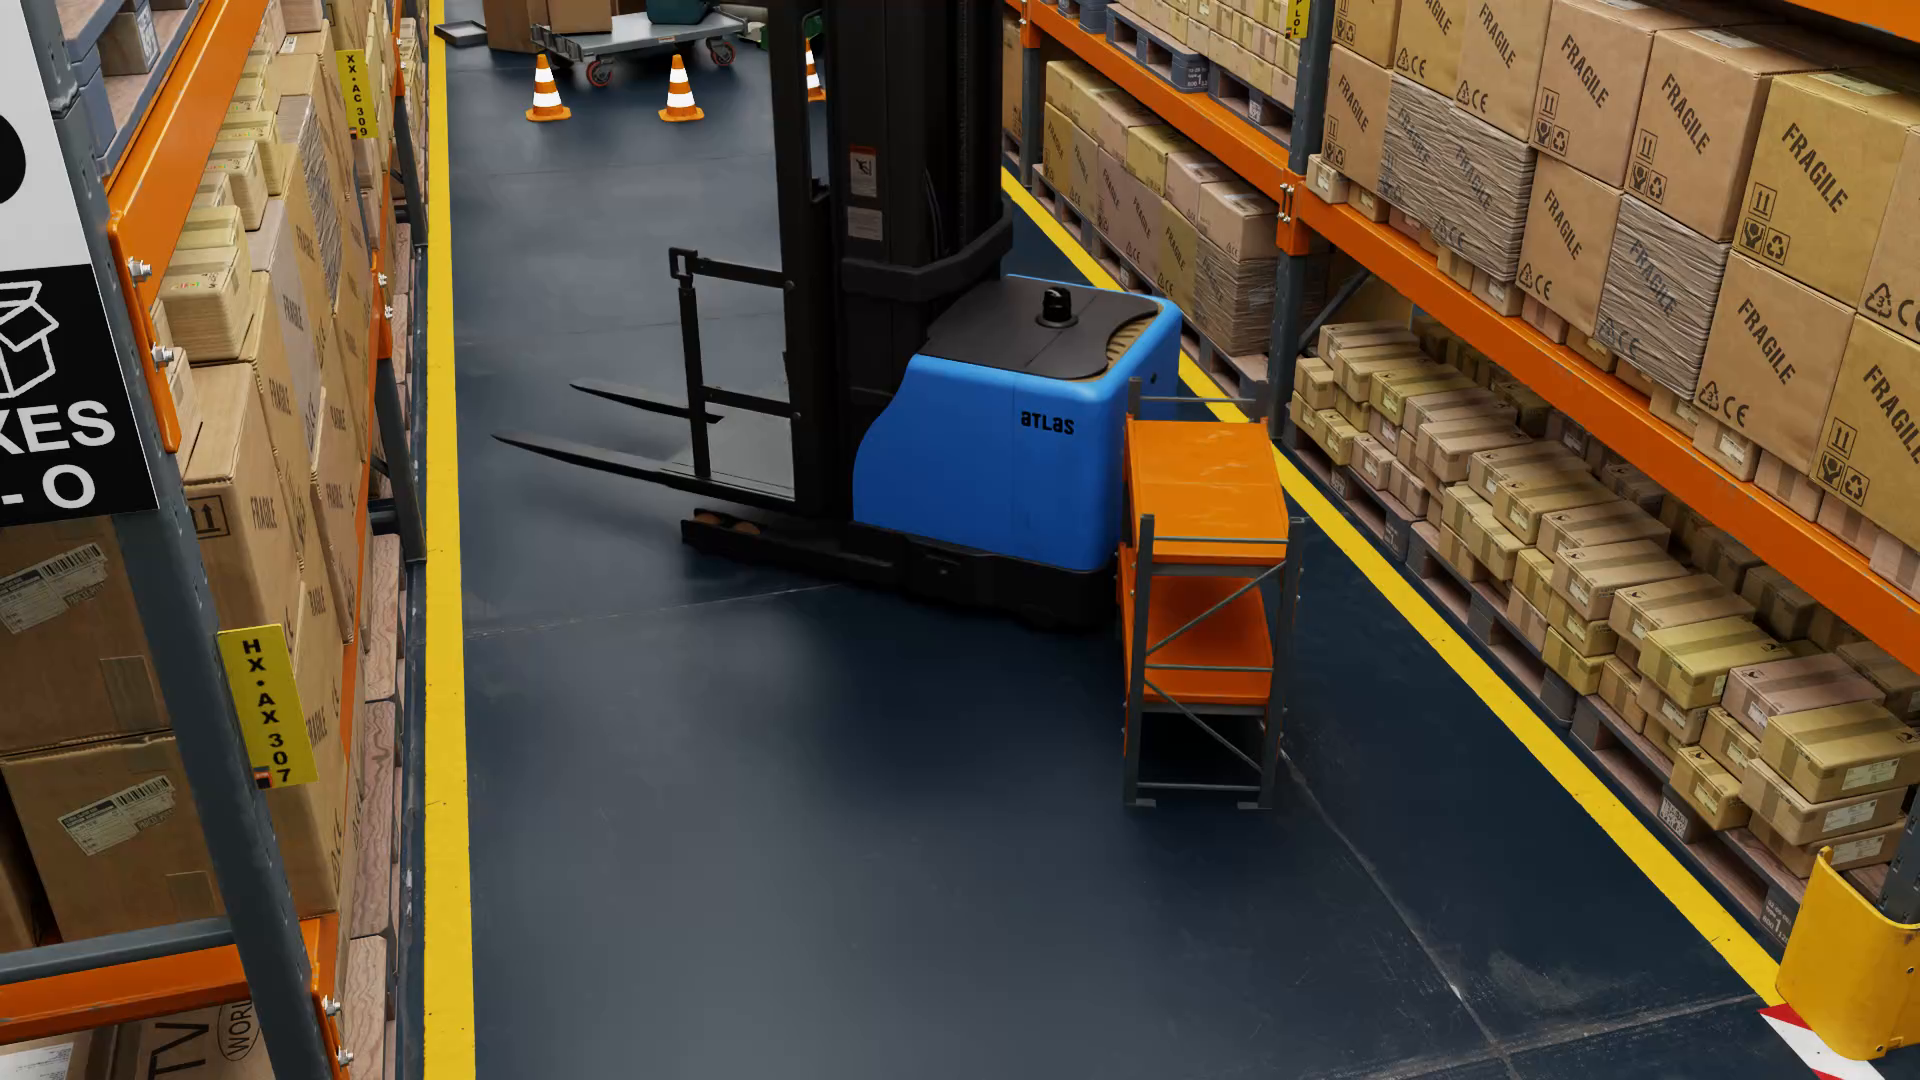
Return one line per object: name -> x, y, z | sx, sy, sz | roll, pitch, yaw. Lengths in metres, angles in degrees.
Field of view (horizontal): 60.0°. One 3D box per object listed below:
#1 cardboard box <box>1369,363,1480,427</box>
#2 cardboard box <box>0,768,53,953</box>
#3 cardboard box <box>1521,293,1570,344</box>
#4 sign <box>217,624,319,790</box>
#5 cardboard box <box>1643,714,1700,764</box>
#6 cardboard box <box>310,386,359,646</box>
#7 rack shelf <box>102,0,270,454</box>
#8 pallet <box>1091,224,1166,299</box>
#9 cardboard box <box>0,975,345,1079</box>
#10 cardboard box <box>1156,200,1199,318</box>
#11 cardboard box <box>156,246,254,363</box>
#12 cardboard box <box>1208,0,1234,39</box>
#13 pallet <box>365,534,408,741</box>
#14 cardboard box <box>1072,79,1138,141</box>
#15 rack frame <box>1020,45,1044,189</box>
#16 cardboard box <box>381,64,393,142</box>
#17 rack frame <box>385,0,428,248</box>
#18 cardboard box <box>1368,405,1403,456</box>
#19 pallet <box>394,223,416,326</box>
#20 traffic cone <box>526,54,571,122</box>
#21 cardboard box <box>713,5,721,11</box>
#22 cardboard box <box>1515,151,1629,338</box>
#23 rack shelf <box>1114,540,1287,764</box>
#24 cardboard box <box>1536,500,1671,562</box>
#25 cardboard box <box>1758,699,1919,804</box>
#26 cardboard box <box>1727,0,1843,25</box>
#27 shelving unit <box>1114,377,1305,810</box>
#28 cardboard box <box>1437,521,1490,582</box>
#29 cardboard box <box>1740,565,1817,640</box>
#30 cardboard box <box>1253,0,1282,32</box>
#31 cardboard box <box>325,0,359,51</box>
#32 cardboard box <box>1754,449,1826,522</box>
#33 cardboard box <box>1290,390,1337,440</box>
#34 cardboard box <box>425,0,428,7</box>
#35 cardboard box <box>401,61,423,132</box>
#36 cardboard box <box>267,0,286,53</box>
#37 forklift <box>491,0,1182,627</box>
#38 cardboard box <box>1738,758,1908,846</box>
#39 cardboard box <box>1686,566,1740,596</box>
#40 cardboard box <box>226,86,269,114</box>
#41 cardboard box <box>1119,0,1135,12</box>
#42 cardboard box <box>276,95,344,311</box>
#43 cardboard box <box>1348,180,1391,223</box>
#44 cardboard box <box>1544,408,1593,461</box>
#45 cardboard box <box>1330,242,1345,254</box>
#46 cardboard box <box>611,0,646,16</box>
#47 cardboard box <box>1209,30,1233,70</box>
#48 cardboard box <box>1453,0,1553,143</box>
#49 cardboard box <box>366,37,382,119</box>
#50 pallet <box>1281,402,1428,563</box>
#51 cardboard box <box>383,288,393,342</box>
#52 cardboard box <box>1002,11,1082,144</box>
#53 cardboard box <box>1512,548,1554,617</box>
cardboard box -> 1.999, -0.628, 7.173 | 0.380, 0.149, 0.250 | -8, 31, -14
cardboard box -> -2.090, 0.525, 3.249 | 0.500, 0.500, 0.500 | -8, 31, -13
cardboard box -> 2.249, -0.831, 5.942 | 0.380, 0.149, 0.250 | -7, 31, -11
sign -> -1.170, 0.286, 2.818 | 0.100, 0.325, 0.005 | -8, 31, -13
cardboard box -> 2.545, 0.635, 5.585 | 0.380, 0.149, 0.250 | -8, 31, -14
cardboard box -> -1.836, -0.036, 4.218 | 0.500, 0.500, 0.500 | -8, 31, -14
rack shelf -> -2.238, -1.187, 4.030 | 1.077, 0.370, 4.000 | -8, 31, -13
pallet -> 1.442, -1.632, 9.859 | 1.003, 0.211, 1.213 | -8, 31, -13
cardboard box -> -1.979, 1.388, 3.996 | 0.875, 0.438, 0.875 | -9, 31, -15
cardboard box -> 1.402, -1.544, 9.000 | 0.500, 0.500, 0.500 | -9, 31, -14
cardboard box -> -1.631, -0.457, 3.299 | 0.380, 0.149, 0.250 | -7, 31, -12
cardboard box -> 1.470, -2.619, 8.315 | 0.380, 0.149, 0.250 | -9, 31, -15
pallet -> -2.642, 0.419, 6.316 | 1.003, 0.211, 1.213 | -8, 31, -13
cardboard box -> 1.000, -2.619, 10.108 | 0.500, 0.250, 0.500 | -8, 31, -14
rack frame -> 0.915, -3.805, 10.829 | 1.000, 3.000, 0.127 | -8, 31, -13
cardboard box -> -3.014, -2.091, 8.017 | 0.500, 0.250, 0.500 | -8, 31, -14
rack frame -> -3.830, -3.098, 9.607 | 1.000, 3.000, 0.127 | -8, 31, -13
cardboard box -> 2.018, -0.509, 7.264 | 0.380, 0.149, 0.250 | -8, 31, -14
pallet -> -3.694, -1.500, 9.631 | 1.003, 0.211, 1.213 | -8, 31, -13
traffic cone -> -3.213, -3.519, 12.868 | 0.336, 0.463, 0.334 | -8, 31, -13
cardboard box -> -2.378, -5.139, 15.863 | 0.396, 0.266, 0.258 | -3, 30, -5
cardboard box -> 2.273, -1.031, 5.640 | 0.500, 0.500, 0.500 | -6, 31, -11
rack shelf -> 0.836, 0.376, 5.965 | 0.538, 0.278, 1.000 | 2, 30, 3
cardboard box -> 2.356, -0.003, 6.094 | 0.380, 0.149, 0.250 | -9, 31, -15
cardboard box -> 2.654, 0.632, 4.997 | 0.380, 0.149, 0.250 | -7, 31, -13
cardboard box -> 2.780, -1.540, 5.522 | 0.500, 0.500, 0.500 | -9, 31, -15
shelving unit -> 0.836, 0.165, 5.843 | 0.538, 1.125, 1.048 | 2, 30, 3
cardboard box -> 2.147, 0.019, 6.649 | 0.380, 0.149, 0.250 | -9, 31, -15
cardboard box -> 2.949, 0.191, 5.759 | 0.380, 0.149, 0.250 | -9, 31, -16
cardboard box -> 1.610, -2.501, 7.814 | 0.380, 0.149, 0.250 | -9, 31, -15
cardboard box -> -2.608, -1.893, 6.427 | 0.500, 0.500, 0.500 | -7, 31, -13
cardboard box -> 2.569, -0.196, 4.845 | 0.380, 0.149, 0.250 | -8, 31, -14
cardboard box -> 1.764, -0.602, 7.723 | 0.380, 0.149, 0.250 | -9, 31, -15
cardboard box -> -5.206, -5.095, 15.384 | 0.500, 0.250, 0.500 | -9, 31, -15
cardboard box -> -4.370, -3.139, 11.882 | 0.950, 0.372, 0.625 | -7, 31, -12
cardboard box -> -2.415, -1.674, 5.403 | 0.380, 0.149, 0.250 | -7, 31, -12
forklift -> -0.640, -1.403, 6.748 | 3.031, 2.935, 1.130 | 13, 32, 21
cardboard box -> 2.623, 0.766, 5.063 | 0.380, 0.149, 0.250 | -9, 31, -15
cardboard box -> 2.853, 0.195, 6.048 | 0.380, 0.149, 0.250 | -9, 31, -16
cardboard box -> -2.022, -1.074, 4.365 | 0.380, 0.149, 0.250 | -8, 31, -13
cardboard box -> 1.129, -3.116, 9.472 | 0.380, 0.149, 0.250 | -7, 31, -12
cardboard box -> -2.106, -0.960, 4.816 | 0.500, 0.500, 0.500 | -7, 31, -13
cardboard box -> 1.877, -1.469, 7.044 | 0.380, 0.149, 0.250 | -7, 31, -12
cardboard box -> 2.656, -0.449, 6.865 | 0.380, 0.149, 0.250 | -9, 31, -16
cardboard box -> 2.036, -1.689, 8.502 | 0.500, 0.250, 0.500 | -9, 31, -15
cardboard box -> -2.790, -4.978, 15.212 | 0.797, 0.637, 0.503 | -8, 31, -13
cardboard box -> 1.481, -2.478, 8.369 | 0.380, 0.149, 0.250 | -9, 31, -16
cardboard box -> 2.118, -1.731, 5.852 | 0.500, 0.500, 0.500 | -7, 31, -12
cardboard box -> -2.887, -2.063, 7.470 | 0.500, 0.250, 0.500 | -7, 31, -13
pallet -> 2.189, -0.346, 7.637 | 1.003, 0.211, 1.213 | -8, 31, -13
cardboard box -> -3.258, -1.152, 7.948 | 0.875, 0.875, 0.875 | -7, 31, -12
cardboard box -> 0.840, -3.319, 11.816 | 1.050, 0.750, 0.750 | -8, 31, -14
cardboard box -> 2.284, 0.140, 6.143 | 0.380, 0.149, 0.250 | -6, 31, -11
